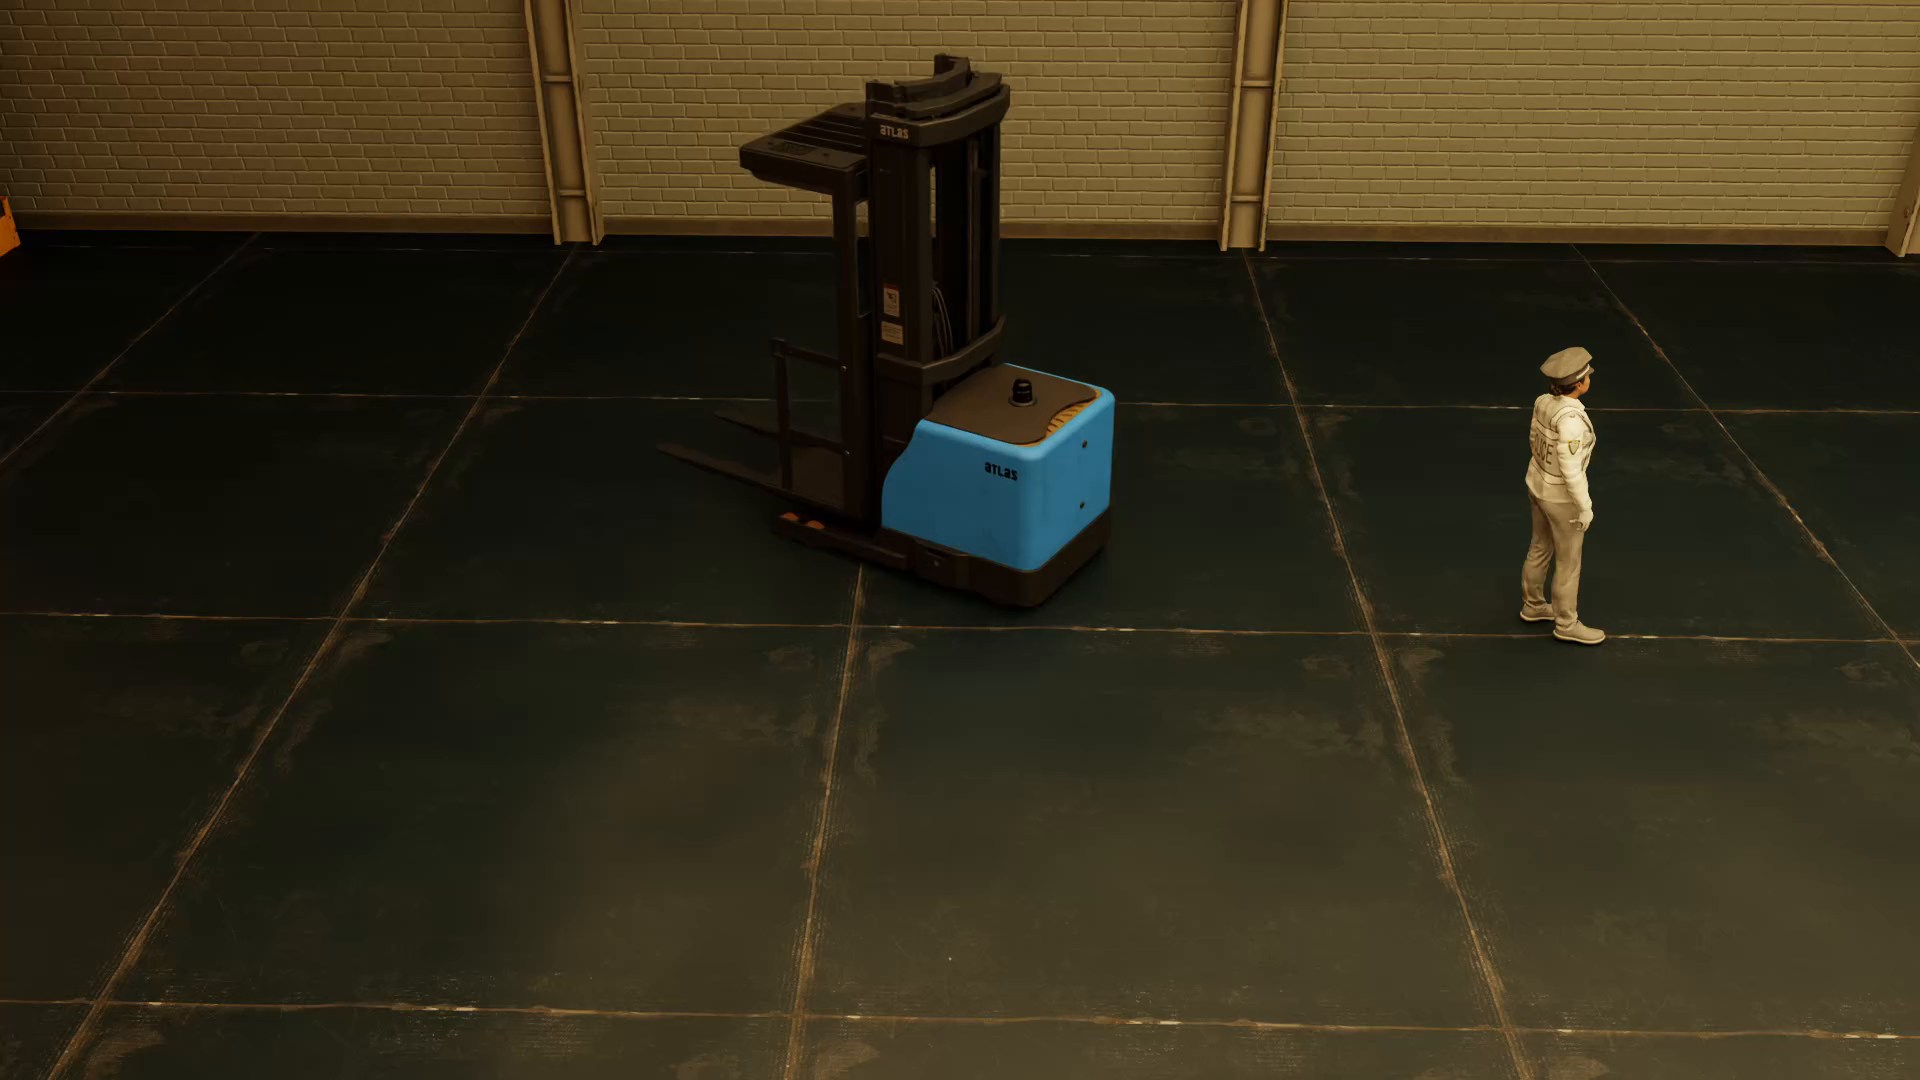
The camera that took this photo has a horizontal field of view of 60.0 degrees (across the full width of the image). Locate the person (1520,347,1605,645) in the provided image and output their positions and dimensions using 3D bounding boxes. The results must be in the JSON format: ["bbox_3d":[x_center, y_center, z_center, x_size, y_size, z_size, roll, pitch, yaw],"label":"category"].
[{"bbox_3d":[3.397,-0.268,9.272,0.530,1.694,0.588,-3,31,-5],"label":"person"}]

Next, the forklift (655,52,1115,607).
[{"bbox_3d":[-0.583,-1.424,10.028,3.031,2.935,1.130,18,35,27],"label":"forklift"}]
